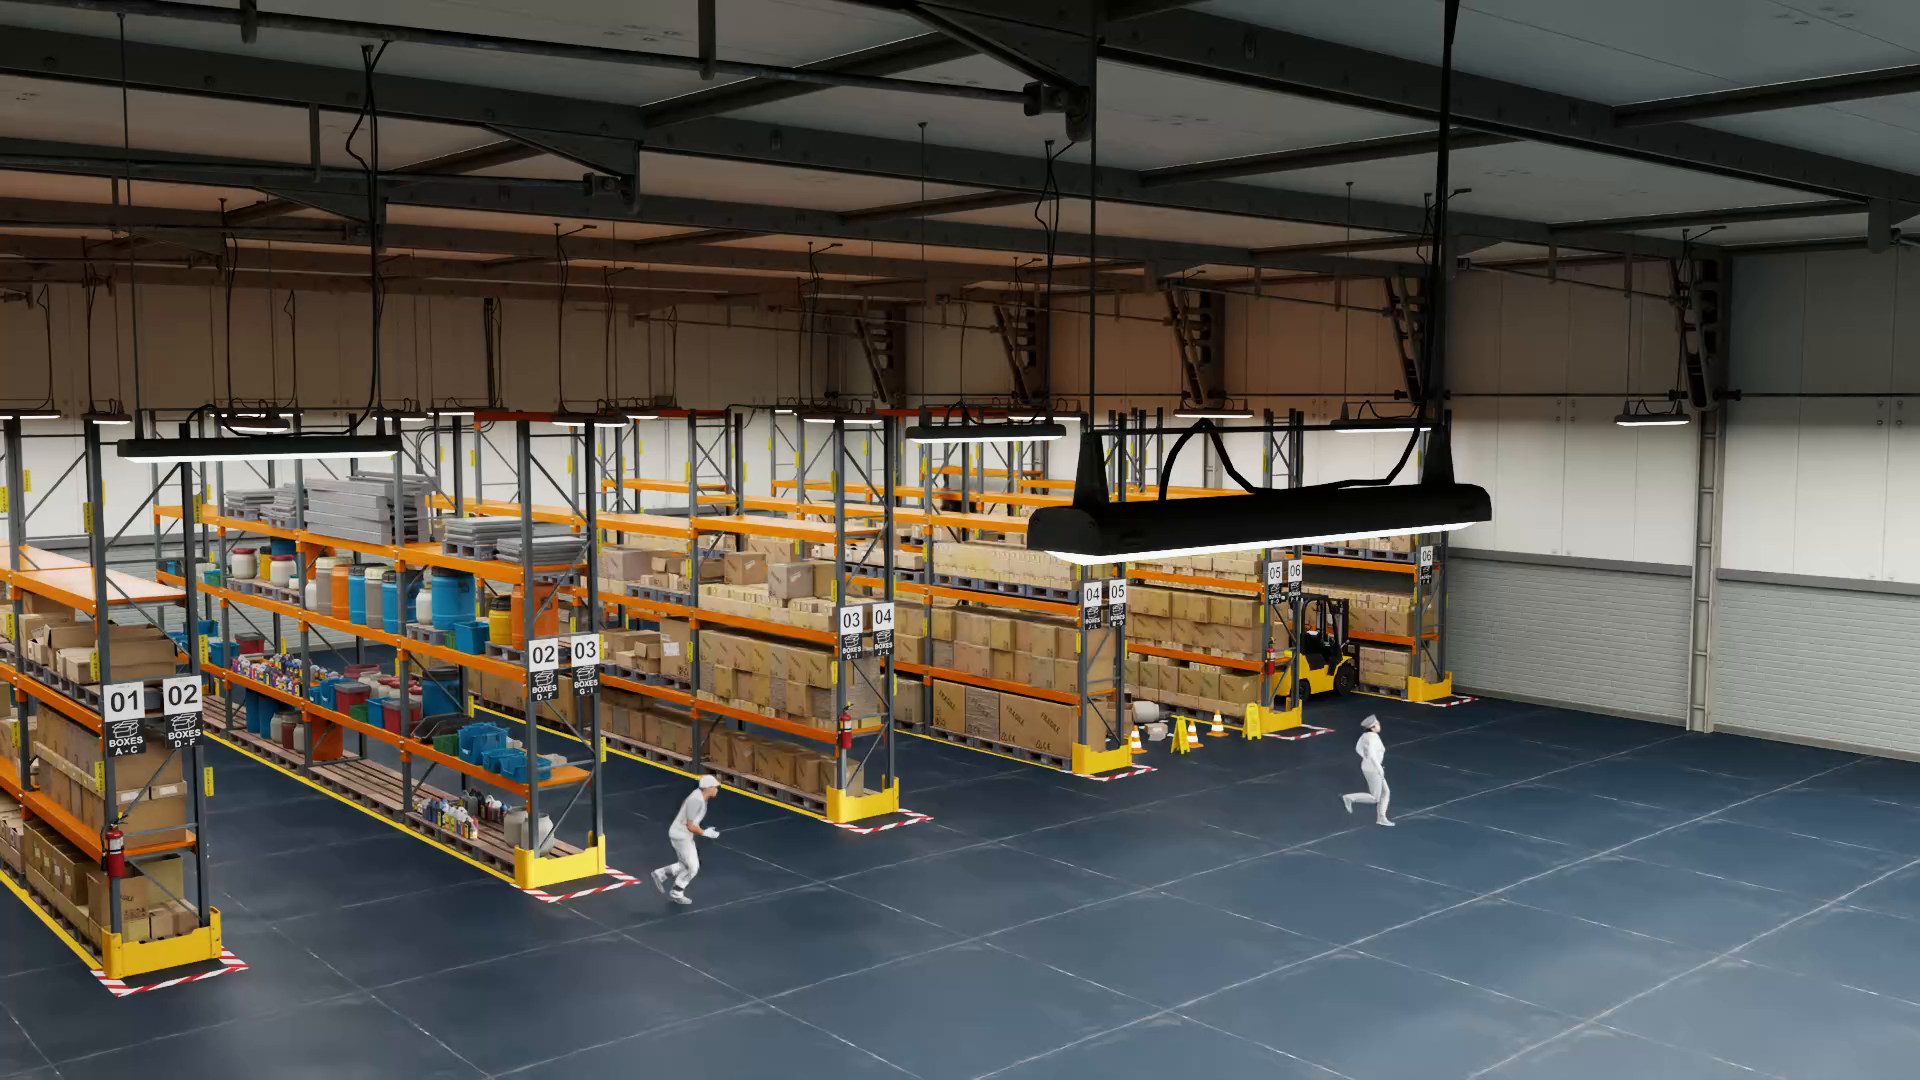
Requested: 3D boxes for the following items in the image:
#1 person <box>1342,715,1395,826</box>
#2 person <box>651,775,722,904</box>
[{"bbox_3d":[5.999,3.384,24.387,0.803,1.665,0.616,0,5,3],"label":"person"},{"bbox_3d":[-3.407,3.720,20.705,0.895,1.619,0.667,0,5,-2],"label":"person"}]
